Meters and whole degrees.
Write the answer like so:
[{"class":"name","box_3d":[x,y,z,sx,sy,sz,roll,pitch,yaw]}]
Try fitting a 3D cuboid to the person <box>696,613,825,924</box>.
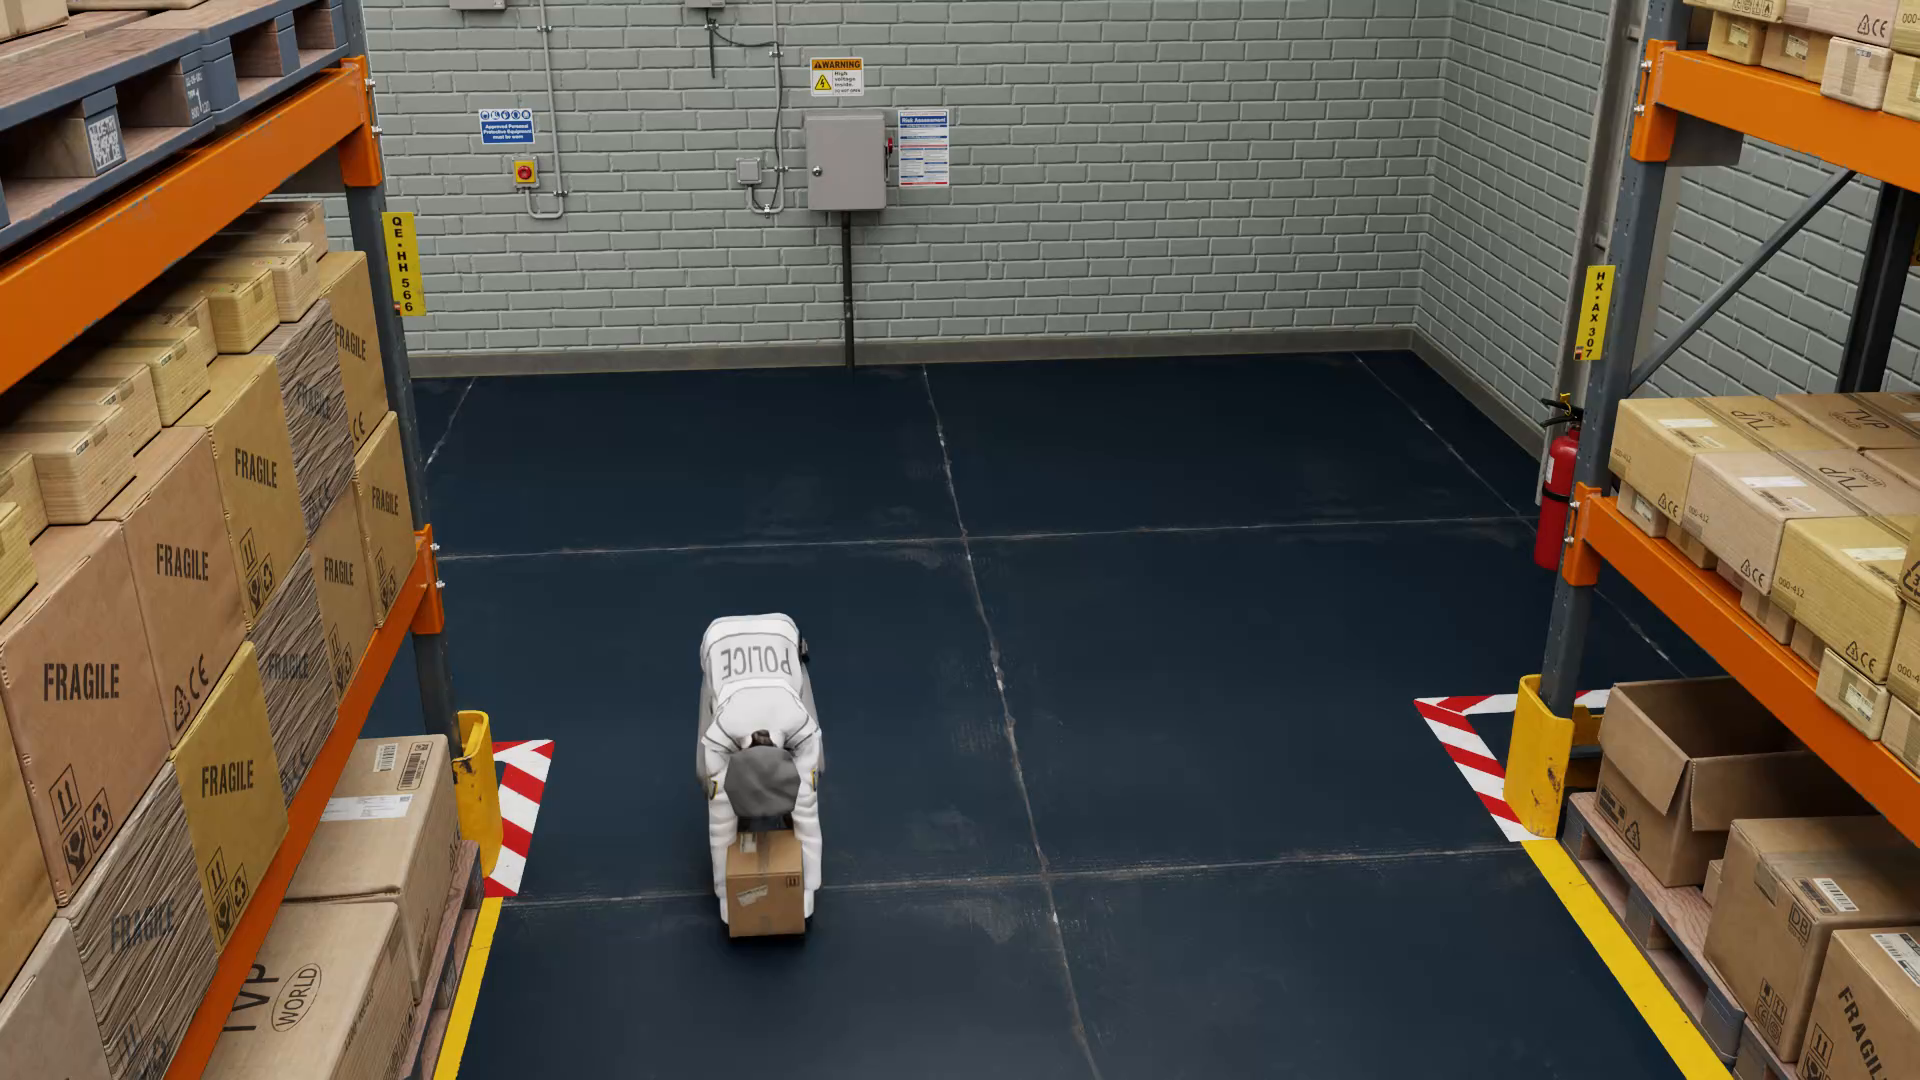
[{"class":"person","box_3d":[-0.692,0.786,5.765,0.445,0.903,0.880,-3,24,-8]}]
